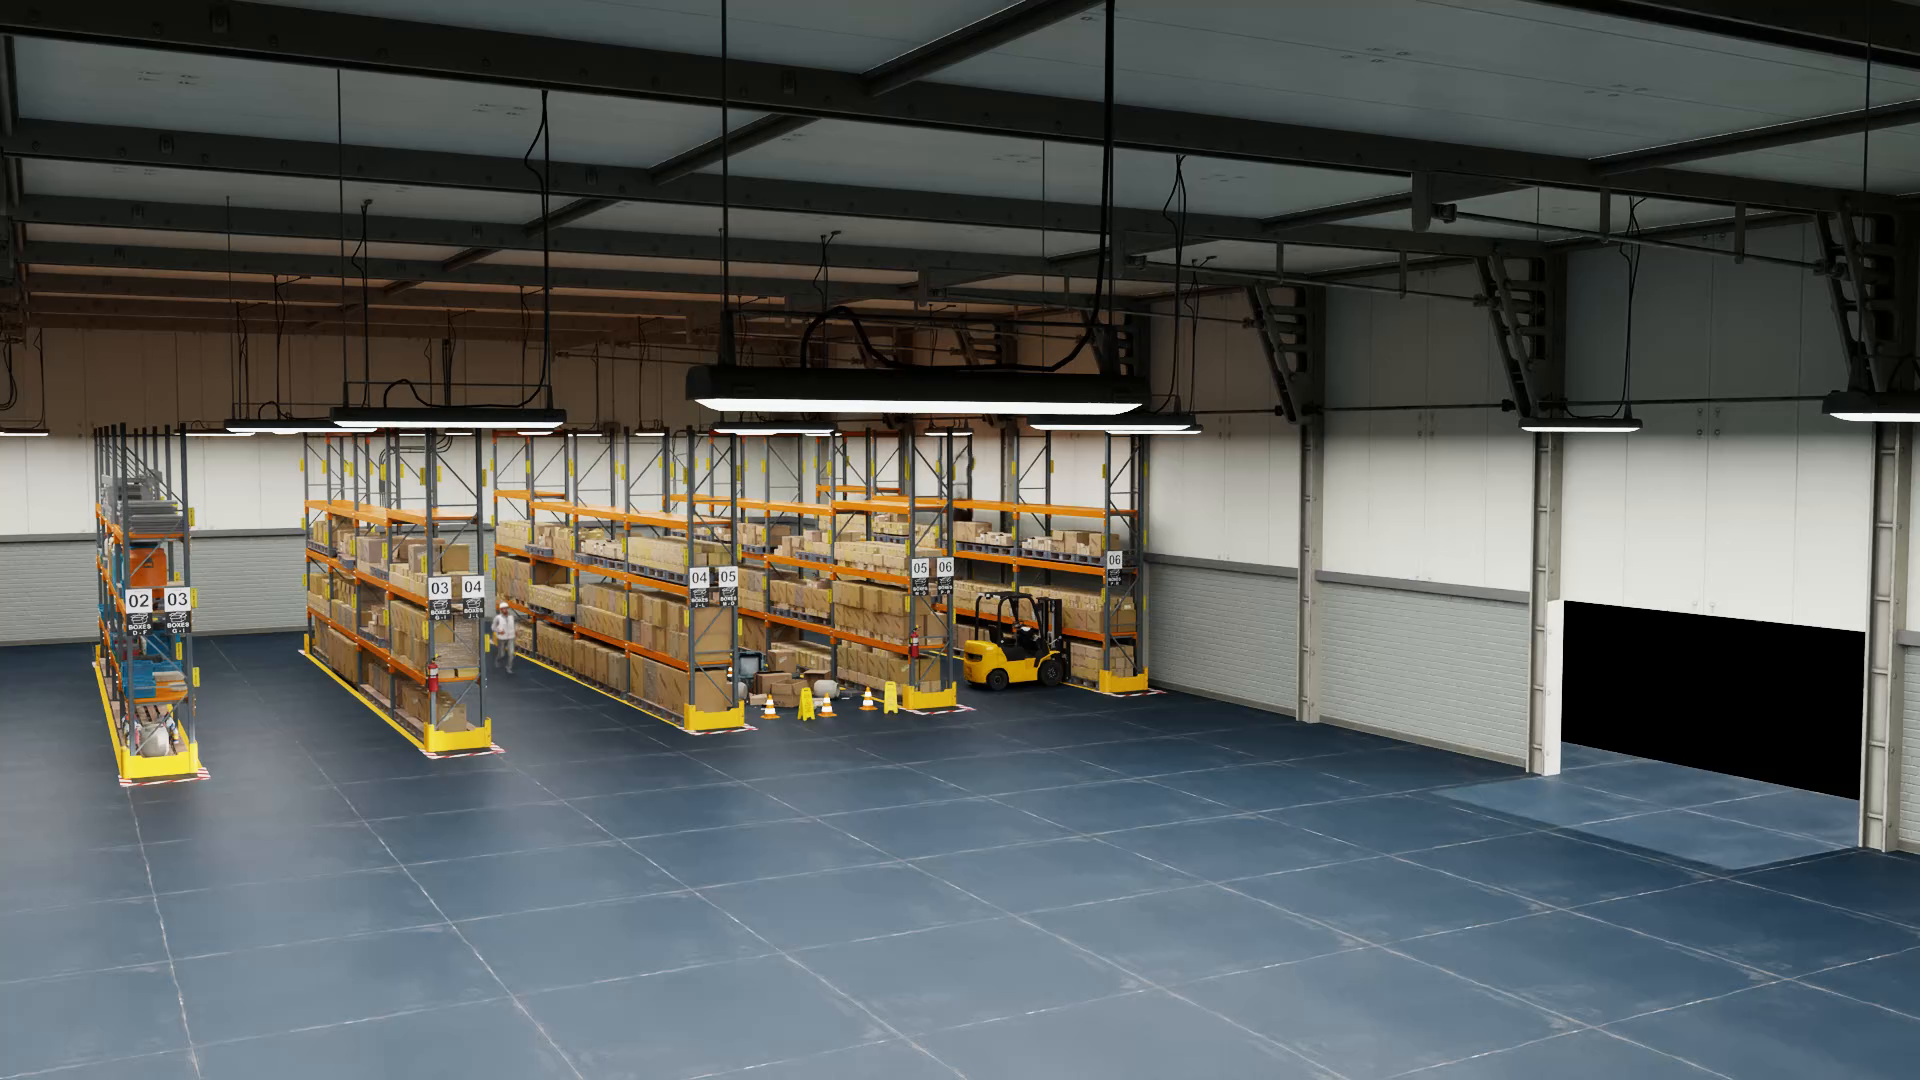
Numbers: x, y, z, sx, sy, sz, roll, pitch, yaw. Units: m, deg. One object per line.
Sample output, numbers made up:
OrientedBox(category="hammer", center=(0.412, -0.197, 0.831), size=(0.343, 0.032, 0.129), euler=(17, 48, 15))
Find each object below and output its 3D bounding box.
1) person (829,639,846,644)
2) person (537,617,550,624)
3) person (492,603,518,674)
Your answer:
OrientedBox(category="person", center=(-3.344, 2.065, 46.048), size=(0.711, 1.785, 1.180), euler=(-3, 4, -37))
OrientedBox(category="person", center=(-12.053, 1.998, 48.138), size=(0.815, 1.684, 0.655), euler=(0, 3, 2))
OrientedBox(category="person", center=(-11.114, 2.397, 40.663), size=(0.669, 1.733, 0.760), euler=(-2, 4, -34))
